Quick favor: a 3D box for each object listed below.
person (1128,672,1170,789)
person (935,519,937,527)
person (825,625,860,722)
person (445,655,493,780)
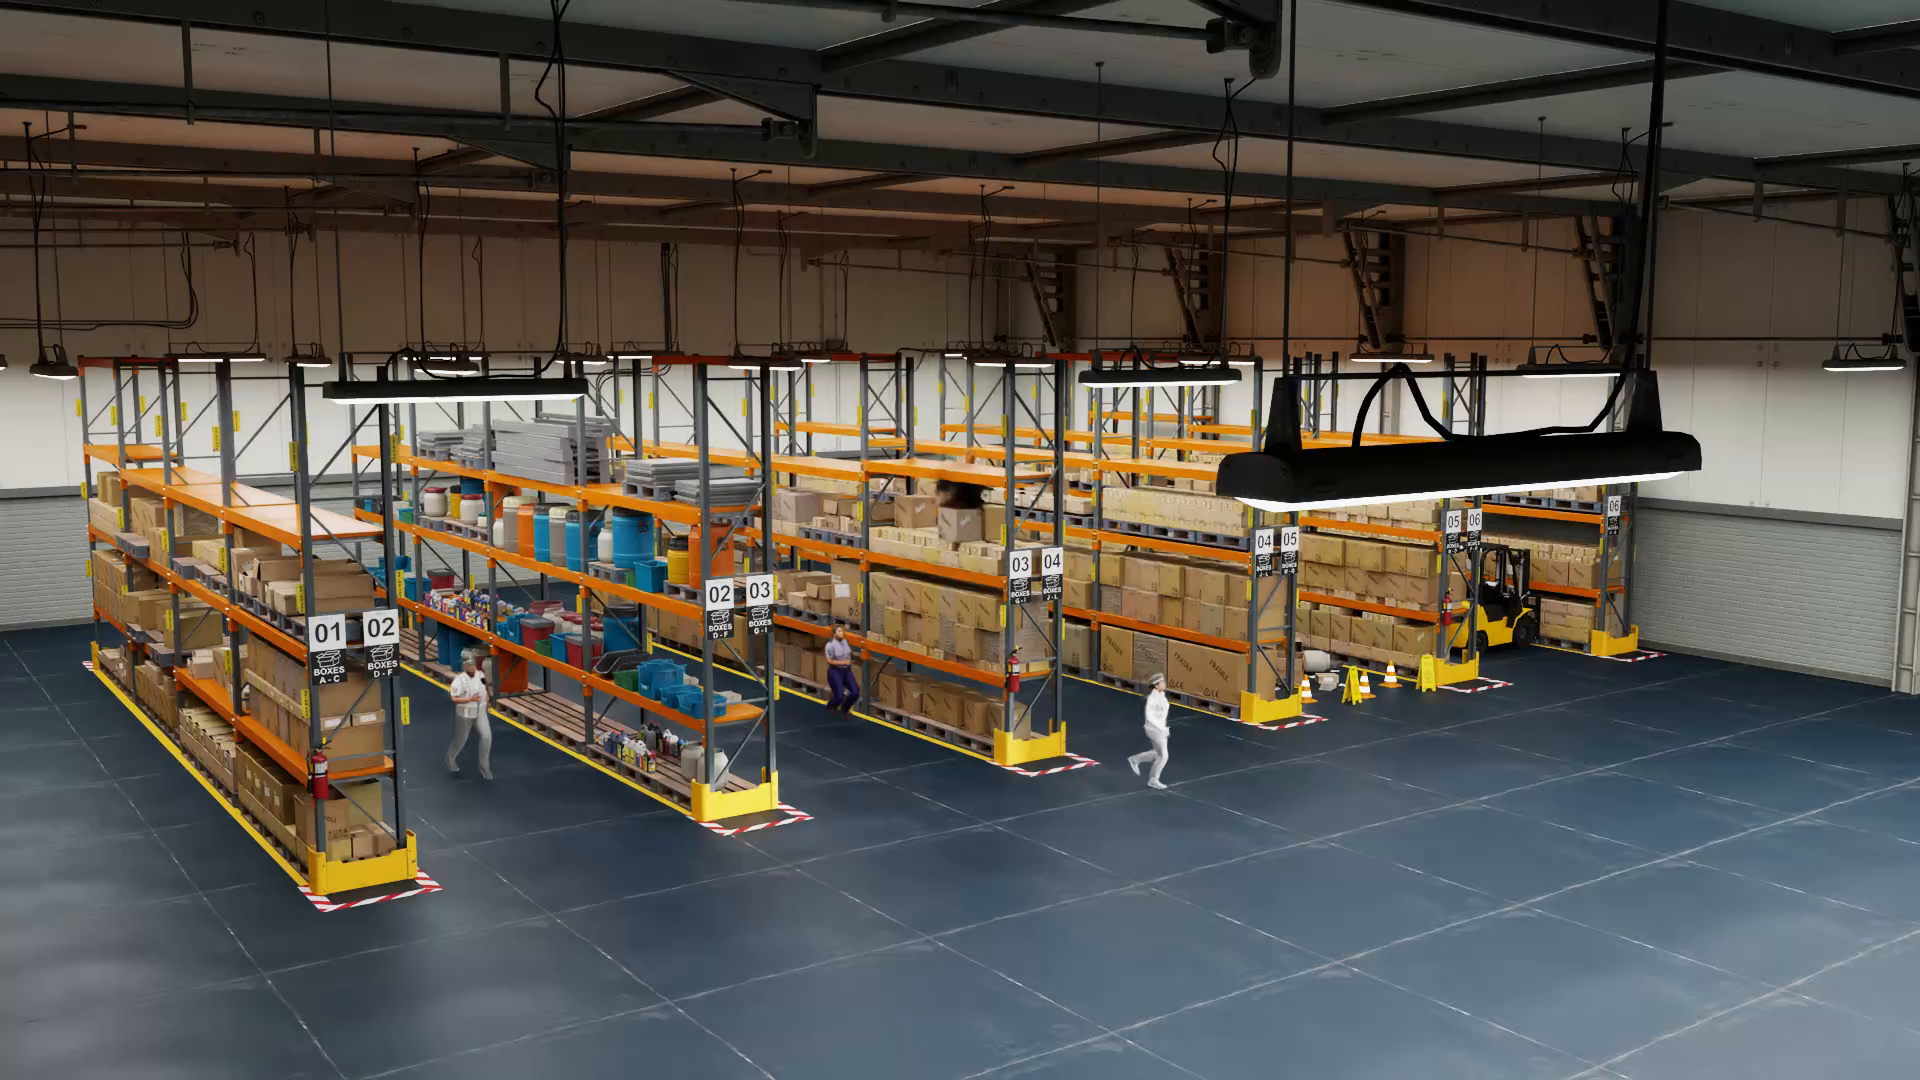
[{"bbox_3d":[2.681,2.678,23.500,0.620,1.684,0.627,2,7,15],"label":"person"},{"bbox_3d":[-0.687,0.216,44.561,0.670,1.480,0.584,-2,7,-19],"label":"person"},{"bbox_3d":[-1.908,2.165,26.781,0.601,1.606,0.648,-6,9,-42],"label":"person"},{"bbox_3d":[-7.099,2.545,24.095,0.670,1.847,0.926,-7,10,-44],"label":"person"}]
